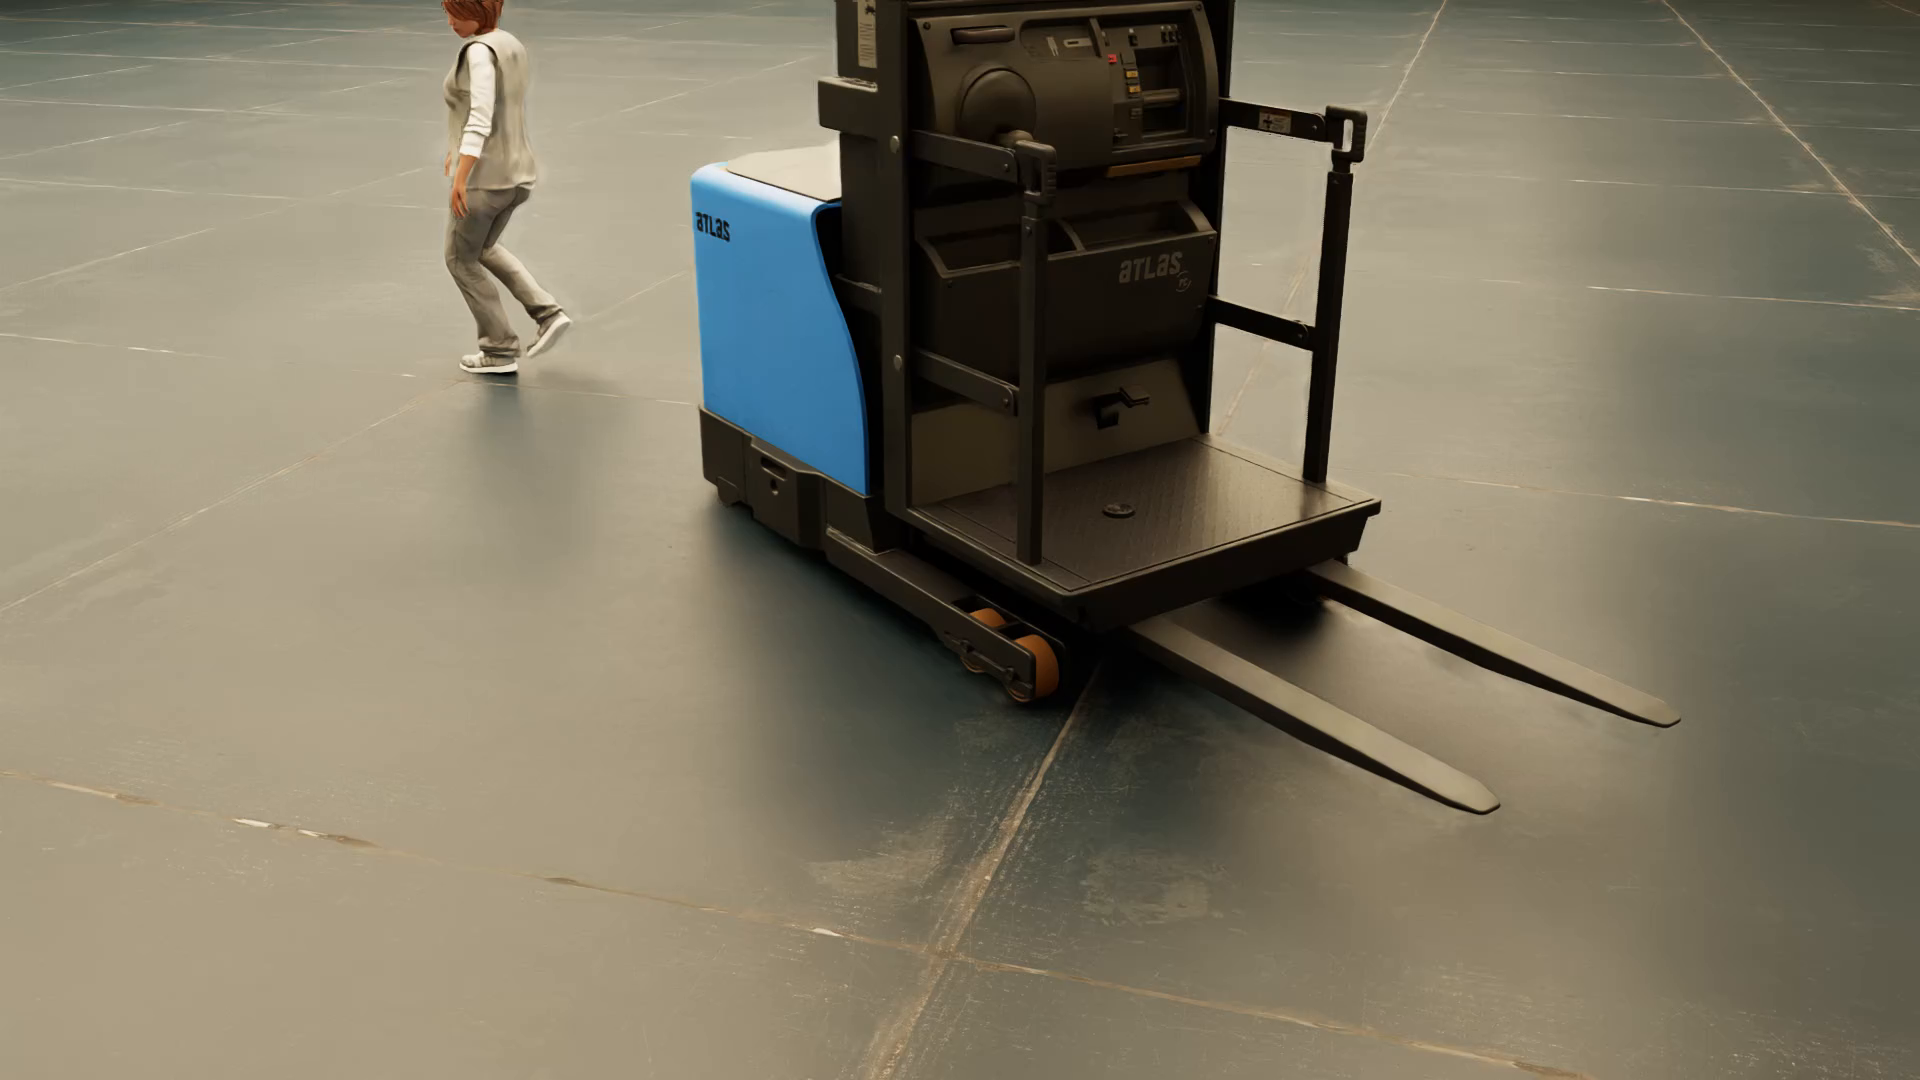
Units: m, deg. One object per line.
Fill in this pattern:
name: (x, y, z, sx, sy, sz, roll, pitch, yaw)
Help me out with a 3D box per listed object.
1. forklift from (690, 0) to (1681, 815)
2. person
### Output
forklift: (0.417, -1.160, 4.090, 1.130, 2.935, 3.031, -15, 27, -32)
person: (-1.863, -1.387, 6.459, 0.480, 1.553, 0.623, 7, 23, 16)
